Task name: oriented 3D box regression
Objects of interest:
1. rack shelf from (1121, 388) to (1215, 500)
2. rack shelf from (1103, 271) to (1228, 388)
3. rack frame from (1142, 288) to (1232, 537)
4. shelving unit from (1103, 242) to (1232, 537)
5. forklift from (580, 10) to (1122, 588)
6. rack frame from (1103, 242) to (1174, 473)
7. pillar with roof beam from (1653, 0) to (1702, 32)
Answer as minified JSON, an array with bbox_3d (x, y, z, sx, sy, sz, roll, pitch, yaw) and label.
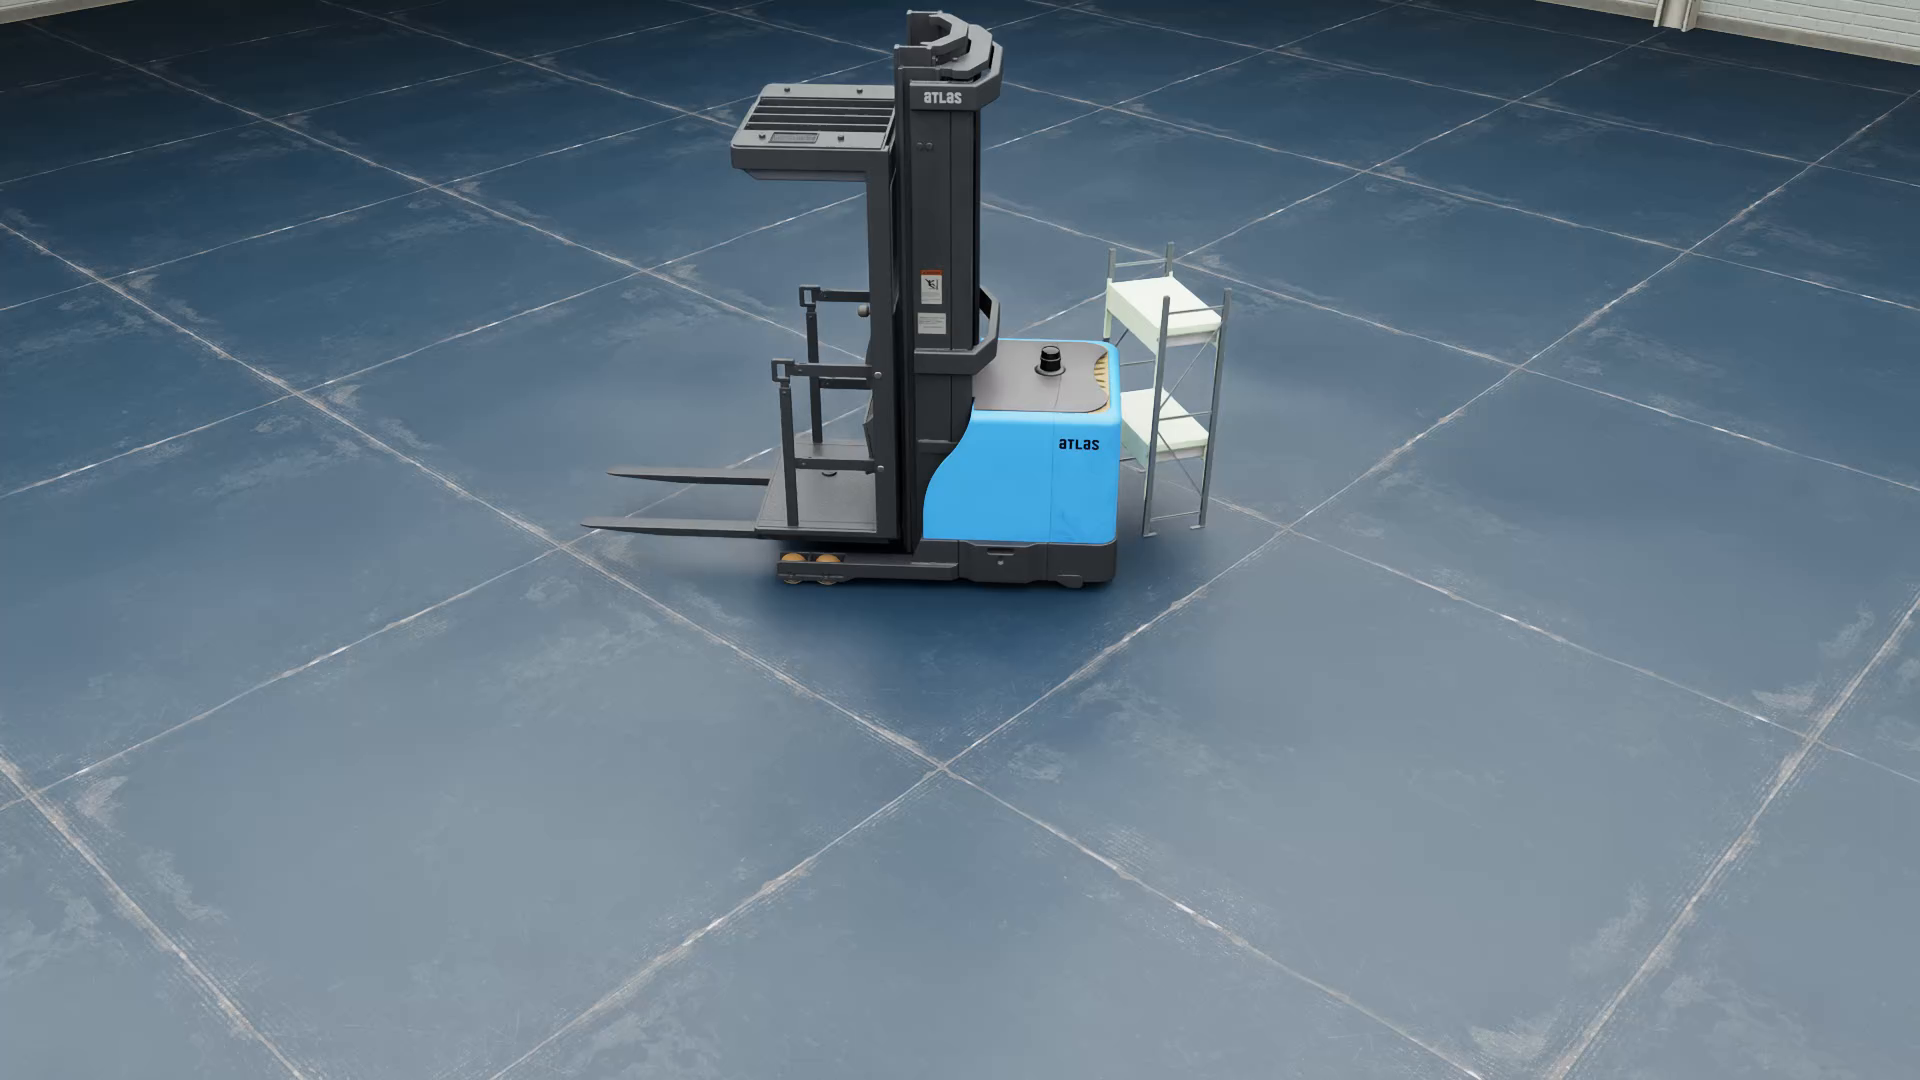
[{"bbox_3d":[1.144,-0.593,9.847,0.431,0.370,0.720,-9,32,-17],"label":"rack shelf"},{"bbox_3d":[1.160,-1.209,9.482,0.431,0.370,0.720,-9,32,-17],"label":"rack shelf"},{"bbox_3d":[1.270,-0.695,9.384,0.400,1.500,0.023,-9,32,-17],"label":"rack frame"},{"bbox_3d":[1.151,-0.873,9.681,0.431,1.500,0.755,-9,32,-17],"label":"shelving unit"},{"bbox_3d":[-0.621,-1.276,8.972,3.031,2.935,1.130,2,31,3],"label":"forklift"},{"bbox_3d":[1.032,-1.052,9.978,0.400,1.500,0.023,-9,32,-17],"label":"rack frame"},{"bbox_3d":[5.661,-8.356,14.850,0.400,9.000,9.100,25,39,35],"label":"pillar with roof beam"}]
